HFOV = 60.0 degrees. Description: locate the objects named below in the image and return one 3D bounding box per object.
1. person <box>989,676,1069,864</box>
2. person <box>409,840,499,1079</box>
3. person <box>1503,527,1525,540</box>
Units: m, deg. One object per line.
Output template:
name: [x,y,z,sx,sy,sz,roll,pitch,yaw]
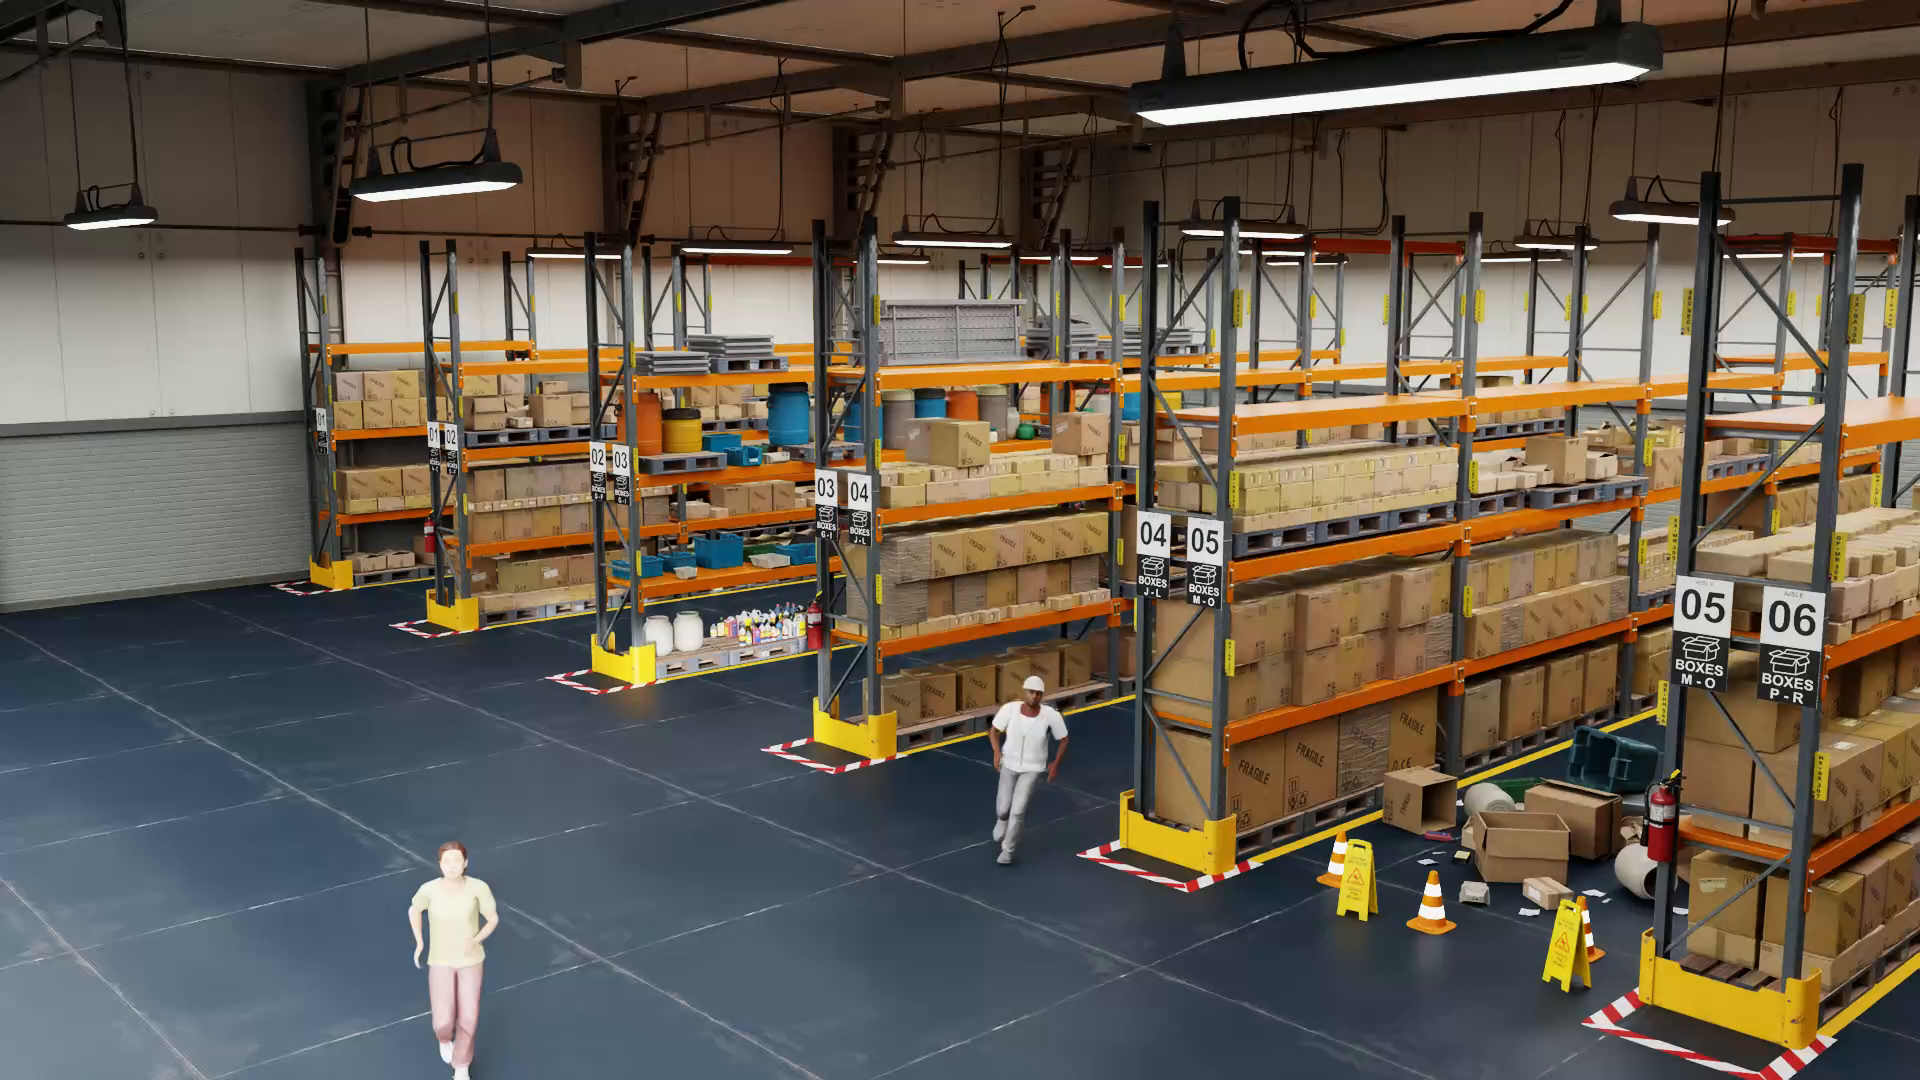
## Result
person: [0.628,2.088,15.330,0.744,1.724,0.722,1,8,10]
person: [-3.310,2.780,10.907,0.573,1.630,0.537,-2,9,-15]
person: [8.513,0.562,25.474,0.692,1.784,0.628,-8,11,-43]
